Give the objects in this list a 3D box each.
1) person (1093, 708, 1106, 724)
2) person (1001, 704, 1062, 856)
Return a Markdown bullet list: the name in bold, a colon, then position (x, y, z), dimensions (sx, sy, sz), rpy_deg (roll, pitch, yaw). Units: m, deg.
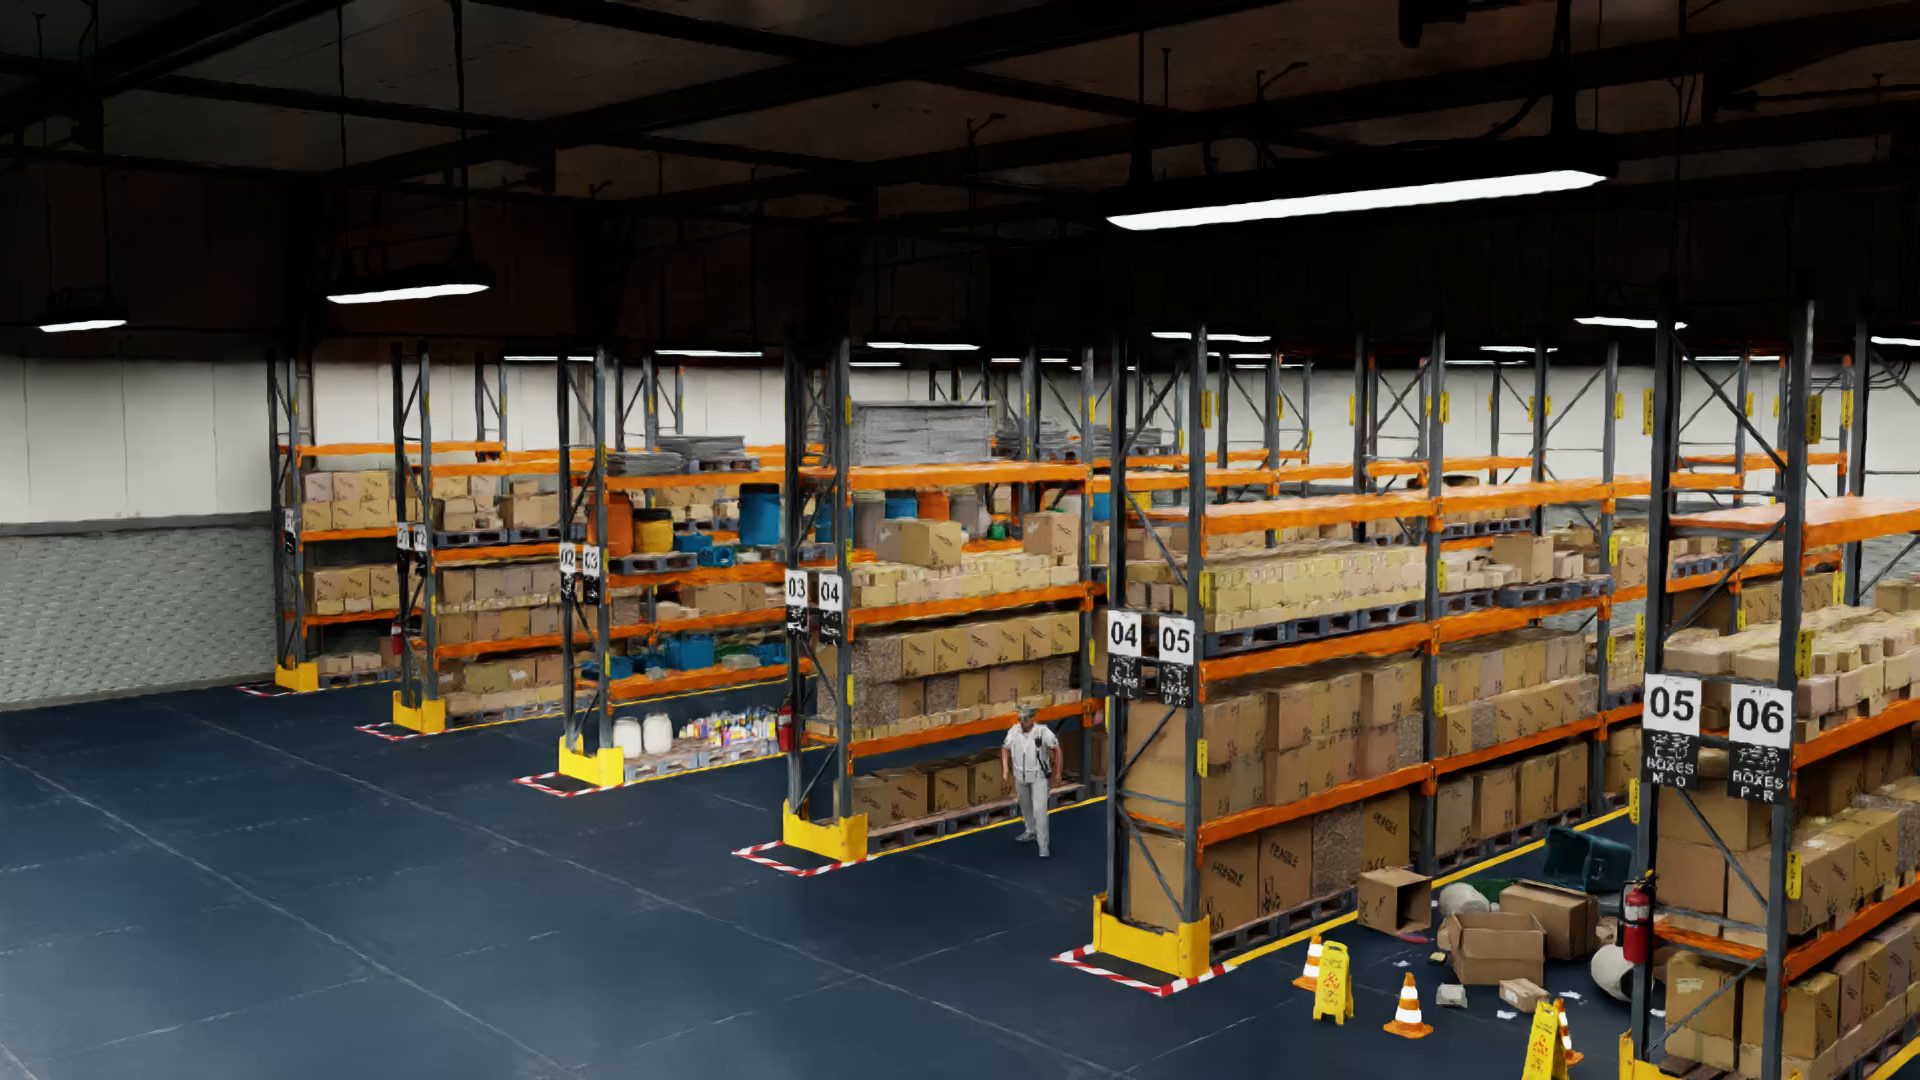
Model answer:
- **person**: position (2.305, 2.091, 25.734), dimensions (0.441, 1.675, 0.498), rpy_deg (2, 5, 18)
- **person**: position (0.839, 2.675, 18.927), dimensions (0.705, 1.692, 0.850), rpy_deg (3, 6, 28)
